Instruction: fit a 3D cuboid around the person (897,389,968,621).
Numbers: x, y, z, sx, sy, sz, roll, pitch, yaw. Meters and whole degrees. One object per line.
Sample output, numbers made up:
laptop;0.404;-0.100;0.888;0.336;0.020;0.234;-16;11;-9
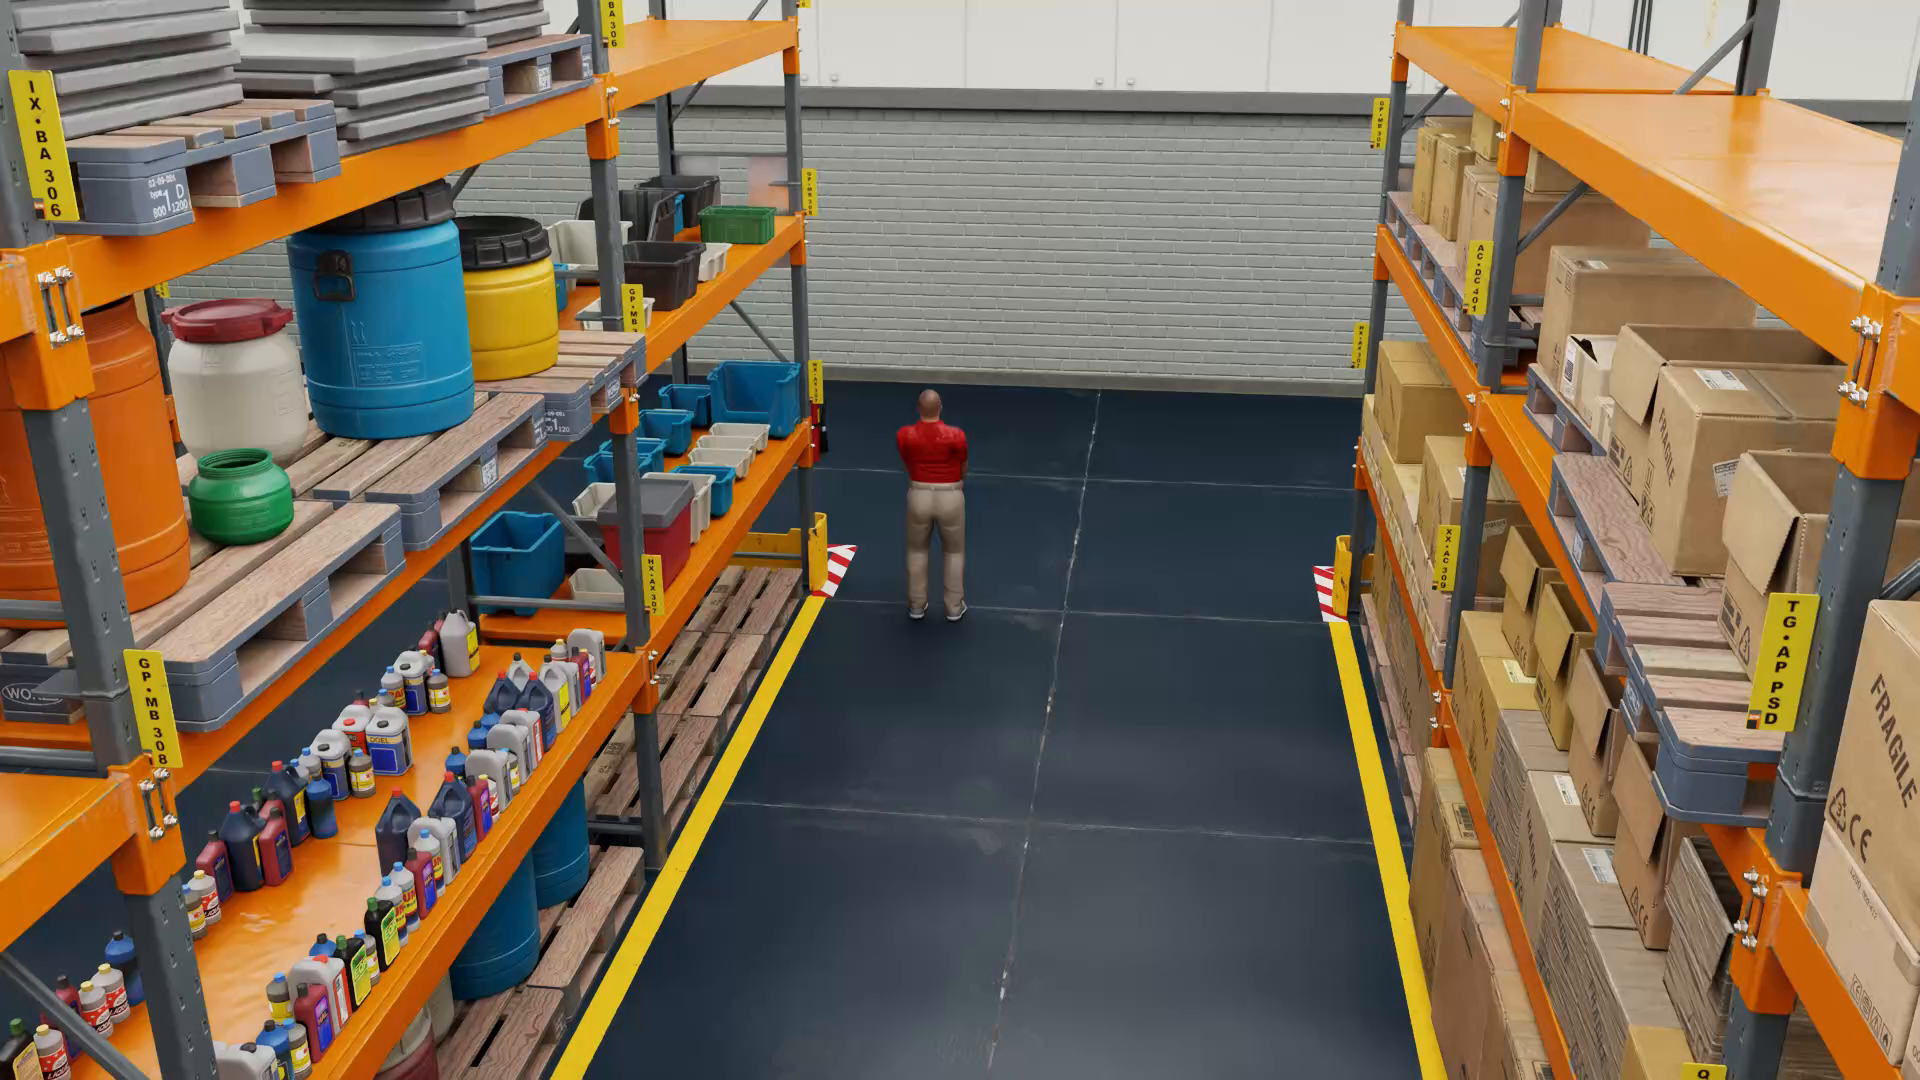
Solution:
person;-0.180;-0.288;11.871;0.494;1.712;0.537;3;21;6
